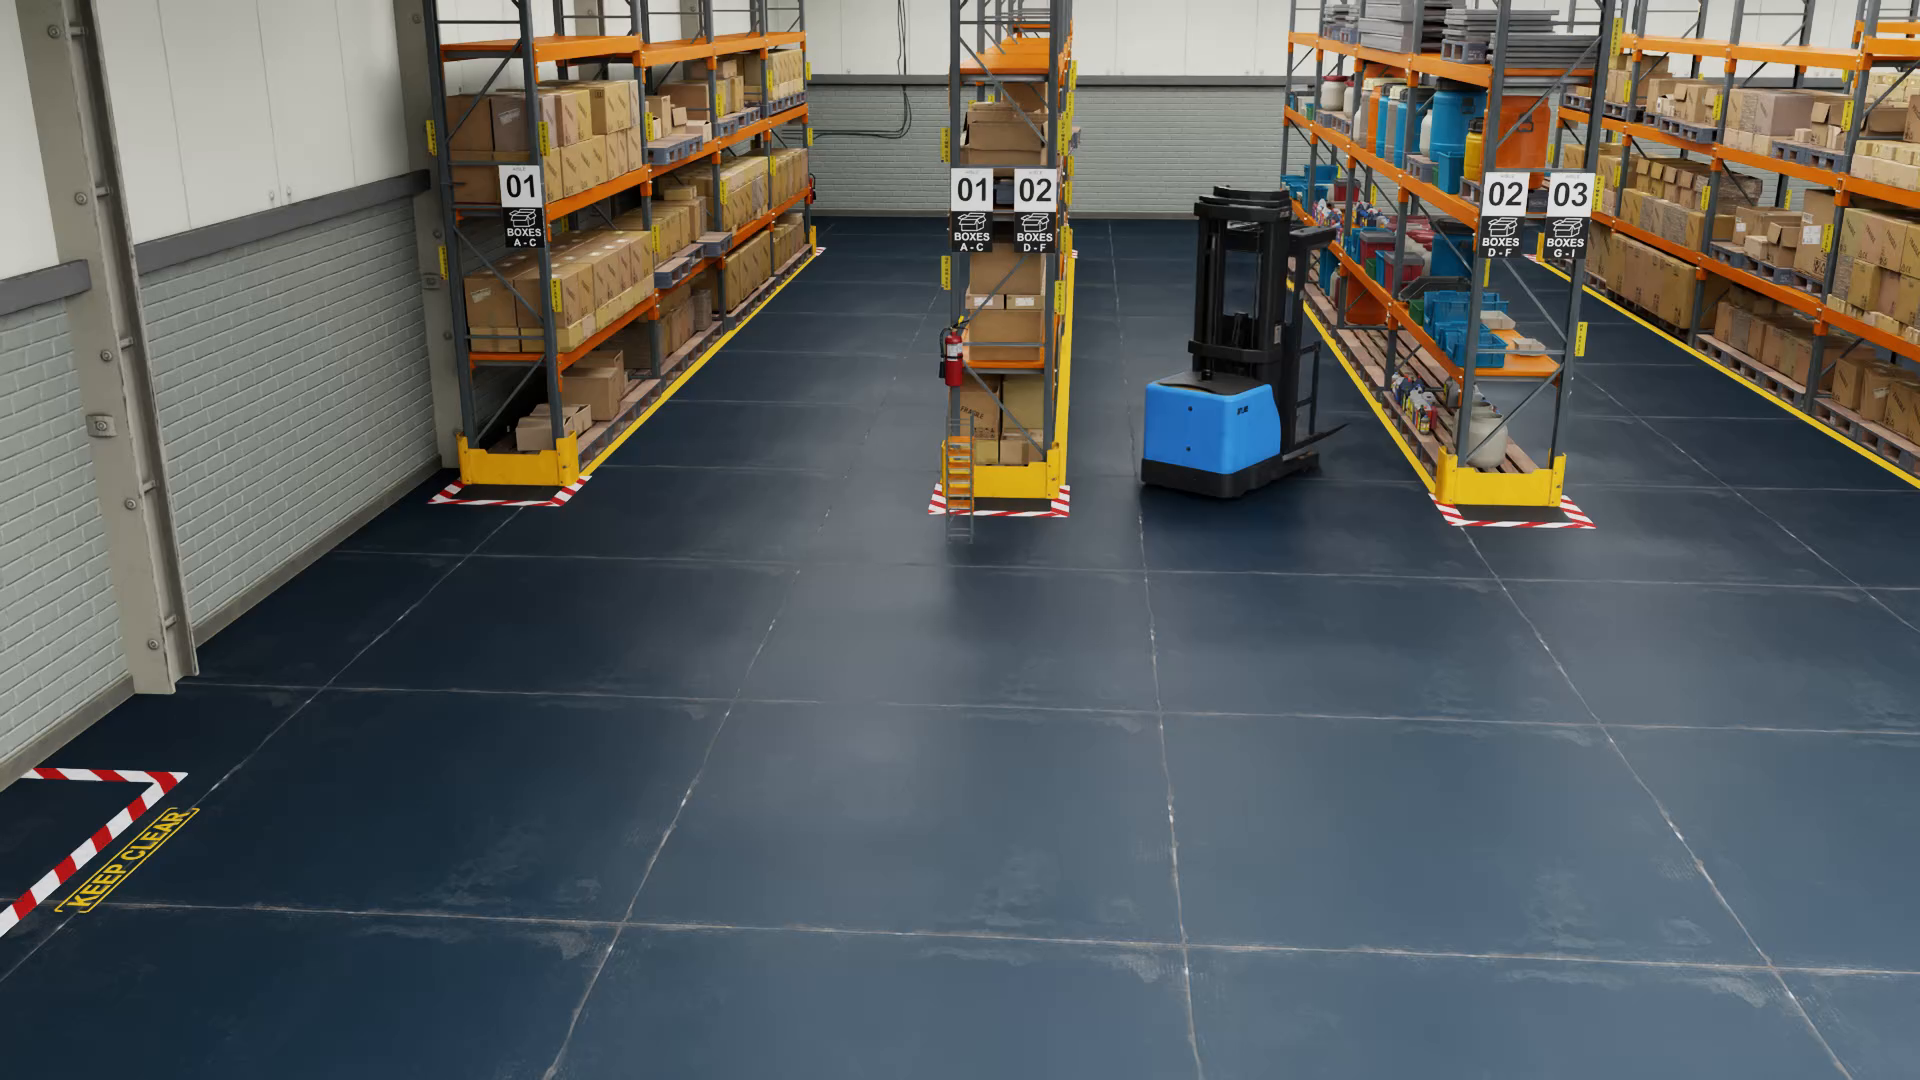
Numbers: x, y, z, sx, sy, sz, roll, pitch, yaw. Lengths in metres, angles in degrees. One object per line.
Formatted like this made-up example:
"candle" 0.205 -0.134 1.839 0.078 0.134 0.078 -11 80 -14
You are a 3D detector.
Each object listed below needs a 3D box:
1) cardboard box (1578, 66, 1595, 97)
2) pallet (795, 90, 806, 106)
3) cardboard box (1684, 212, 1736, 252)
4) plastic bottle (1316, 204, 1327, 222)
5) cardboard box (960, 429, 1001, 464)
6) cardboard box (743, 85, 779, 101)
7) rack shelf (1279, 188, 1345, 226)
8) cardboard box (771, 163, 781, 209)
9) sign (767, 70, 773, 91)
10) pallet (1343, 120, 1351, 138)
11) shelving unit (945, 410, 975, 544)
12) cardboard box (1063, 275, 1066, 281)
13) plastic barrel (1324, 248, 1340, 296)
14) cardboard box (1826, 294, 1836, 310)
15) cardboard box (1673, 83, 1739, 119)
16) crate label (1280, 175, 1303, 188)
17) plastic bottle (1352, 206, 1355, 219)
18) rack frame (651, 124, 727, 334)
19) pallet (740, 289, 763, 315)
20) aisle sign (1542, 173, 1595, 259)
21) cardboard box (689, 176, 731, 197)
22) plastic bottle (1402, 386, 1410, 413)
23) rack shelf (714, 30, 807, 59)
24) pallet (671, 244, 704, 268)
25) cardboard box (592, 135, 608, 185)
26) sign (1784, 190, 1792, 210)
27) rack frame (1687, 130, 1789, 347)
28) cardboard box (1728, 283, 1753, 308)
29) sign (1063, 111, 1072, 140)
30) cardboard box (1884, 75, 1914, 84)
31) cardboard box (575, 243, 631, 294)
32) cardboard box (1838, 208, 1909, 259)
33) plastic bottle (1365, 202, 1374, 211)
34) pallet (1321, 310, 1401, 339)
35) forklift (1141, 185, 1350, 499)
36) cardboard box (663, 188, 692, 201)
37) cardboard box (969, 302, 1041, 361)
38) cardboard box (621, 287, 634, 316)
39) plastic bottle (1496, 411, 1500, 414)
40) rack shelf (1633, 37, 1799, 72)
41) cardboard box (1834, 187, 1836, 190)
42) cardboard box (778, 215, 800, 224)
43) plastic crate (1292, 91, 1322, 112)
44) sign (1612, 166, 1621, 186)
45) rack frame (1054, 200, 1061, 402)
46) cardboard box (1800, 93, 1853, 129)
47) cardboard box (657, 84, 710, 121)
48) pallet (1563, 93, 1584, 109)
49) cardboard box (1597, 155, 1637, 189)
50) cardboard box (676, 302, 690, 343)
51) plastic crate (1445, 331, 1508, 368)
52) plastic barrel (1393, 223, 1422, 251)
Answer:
"cardboard box" 11.295 -8.037 29.149 0.700 0.500 0.500 1 18 2
"pallet" -3.425 -8.137 30.589 1.003 0.211 1.213 1 18 4
"cardboard box" 10.654 -4.374 23.620 0.500 0.500 0.500 2 18 6
"plastic bottle" 5.773 -5.213 26.540 0.152 0.276 0.135 1 18 4
"cardboard box" 0.155 -0.971 17.138 0.500 0.250 0.500 1 18 4
"cardboard box" -3.357 -7.552 28.067 0.500 0.250 0.500 1 18 4
"rack shelf" 6.356 -5.800 29.288 1.077 0.370 4.000 1 18 4
"cardboard box" -3.614 -6.052 28.421 0.980 0.700 0.700 2 18 5
"sign" -3.127 -7.553 27.331 0.100 0.325 0.005 1 18 4
"pallet" 6.078 -5.849 23.769 1.003 0.211 1.213 1 18 4
"shelving unit" -0.001 -0.566 15.049 0.258 1.200 0.189 1 18 4
"cardboard box" 1.335 -3.709 25.059 0.500 0.500 0.500 1 18 2
"plastic barrel" 6.105 -4.334 26.356 0.600 0.901 0.708 1 18 4
"cardboard box" 10.264 -2.746 19.216 0.380 0.149 0.250 1 18 4
"cardboard box" 10.991 -6.477 24.541 0.797 0.503 0.637 1 18 3
"crate label" 6.153 -6.642 30.877 0.416 0.233 0.303 1 18 4
"plastic bottle" 6.381 -5.293 26.906 0.097 0.201 0.097 0 18 0
"rack frame" -3.956 -4.499 24.164 1.000 3.000 0.127 1 18 4
"pallet" -3.734 -3.795 26.493 1.003 0.211 1.213 1 18 4
"aisle sign" 5.639 -3.000 15.413 0.394 0.787 0.004 1 18 4
"cardboard box" -3.664 -5.198 24.422 0.500 0.250 0.500 2 18 5
"plastic bottle" 5.100 -1.604 18.982 0.061 0.283 0.133 2 18 6
"rack shelf" -3.526 -8.682 29.091 1.077 0.370 4.000 1 18 4
"pallet" -4.057 -3.792 22.315 1.003 0.211 1.213 1 18 4
"cardboard box" -4.132 -4.090 17.903 0.500 0.500 0.500 2 18 7
"sign" 11.408 -4.671 22.955 0.100 0.325 0.005 1 18 4
"rack frame" 10.866 -4.168 23.151 1.000 3.000 0.127 1 18 4
"cardboard box" 10.848 -3.336 22.718 0.500 0.250 0.500 2 18 6
"sign" 1.252 -4.844 19.442 0.100 0.325 0.005 1 18 4
"cardboard box" 16.069 -7.876 28.451 0.380 0.149 0.250 2 18 5
"cardboard box" -4.045 -3.086 18.857 0.500 0.500 0.500 1 18 2
"cardboard box" 10.293 -3.455 18.733 0.500 0.500 0.500 1 18 4
"plastic bottle" 6.459 -5.147 26.219 0.144 0.351 0.185 1 18 4
"pallet" 5.940 -3.199 24.673 1.003 0.211 1.213 1 18 4
"forklift" 3.143 -2.192 17.233 1.130 2.935 3.031 14 23 36
"cardboard box" -3.959 -4.856 23.344 0.380 0.149 0.250 -2 18 -5
"cardboard box" 0.458 -2.097 16.673 0.700 0.500 0.500 1 18 4
"cardboard box" -4.039 -2.730 18.974 0.500 0.250 0.500 1 18 4
"plastic bottle" 5.793 -1.262 17.960 0.097 0.271 0.097 0 18 0
"rack shelf" 11.009 -7.108 24.287 1.077 0.370 4.000 1 18 4
"cardboard box" 16.029 -6.297 30.055 0.380 0.149 0.250 1 18 3
"cardboard box" -3.178 -5.961 30.923 0.380 0.149 0.250 2 18 5
"plastic crate" 6.115 -7.690 29.185 0.504 0.338 0.767 1 18 4
"sign" 10.599 -5.871 26.832 0.100 0.325 0.005 1 18 4
"rack frame" 0.698 -3.147 20.038 1.000 3.000 0.127 1 18 4
"cardboard box" 11.004 -5.411 21.167 0.500 0.500 0.500 2 18 5
"cardboard box" -3.979 -6.330 24.067 0.700 0.500 0.500 0 18 0
"pallet" 11.396 -7.805 29.577 1.003 0.211 1.213 1 18 4
"cardboard box" 10.959 -6.141 27.732 0.500 0.500 0.500 1 18 4
"cardboard box" -4.116 -2.983 22.845 0.700 0.500 0.500 1 18 4
"plastic crate" 5.089 -1.885 16.424 0.499 0.251 0.616 1 18 4
"plastic barrel" 6.065 -4.007 22.482 0.421 0.512 0.421 0 18 0
